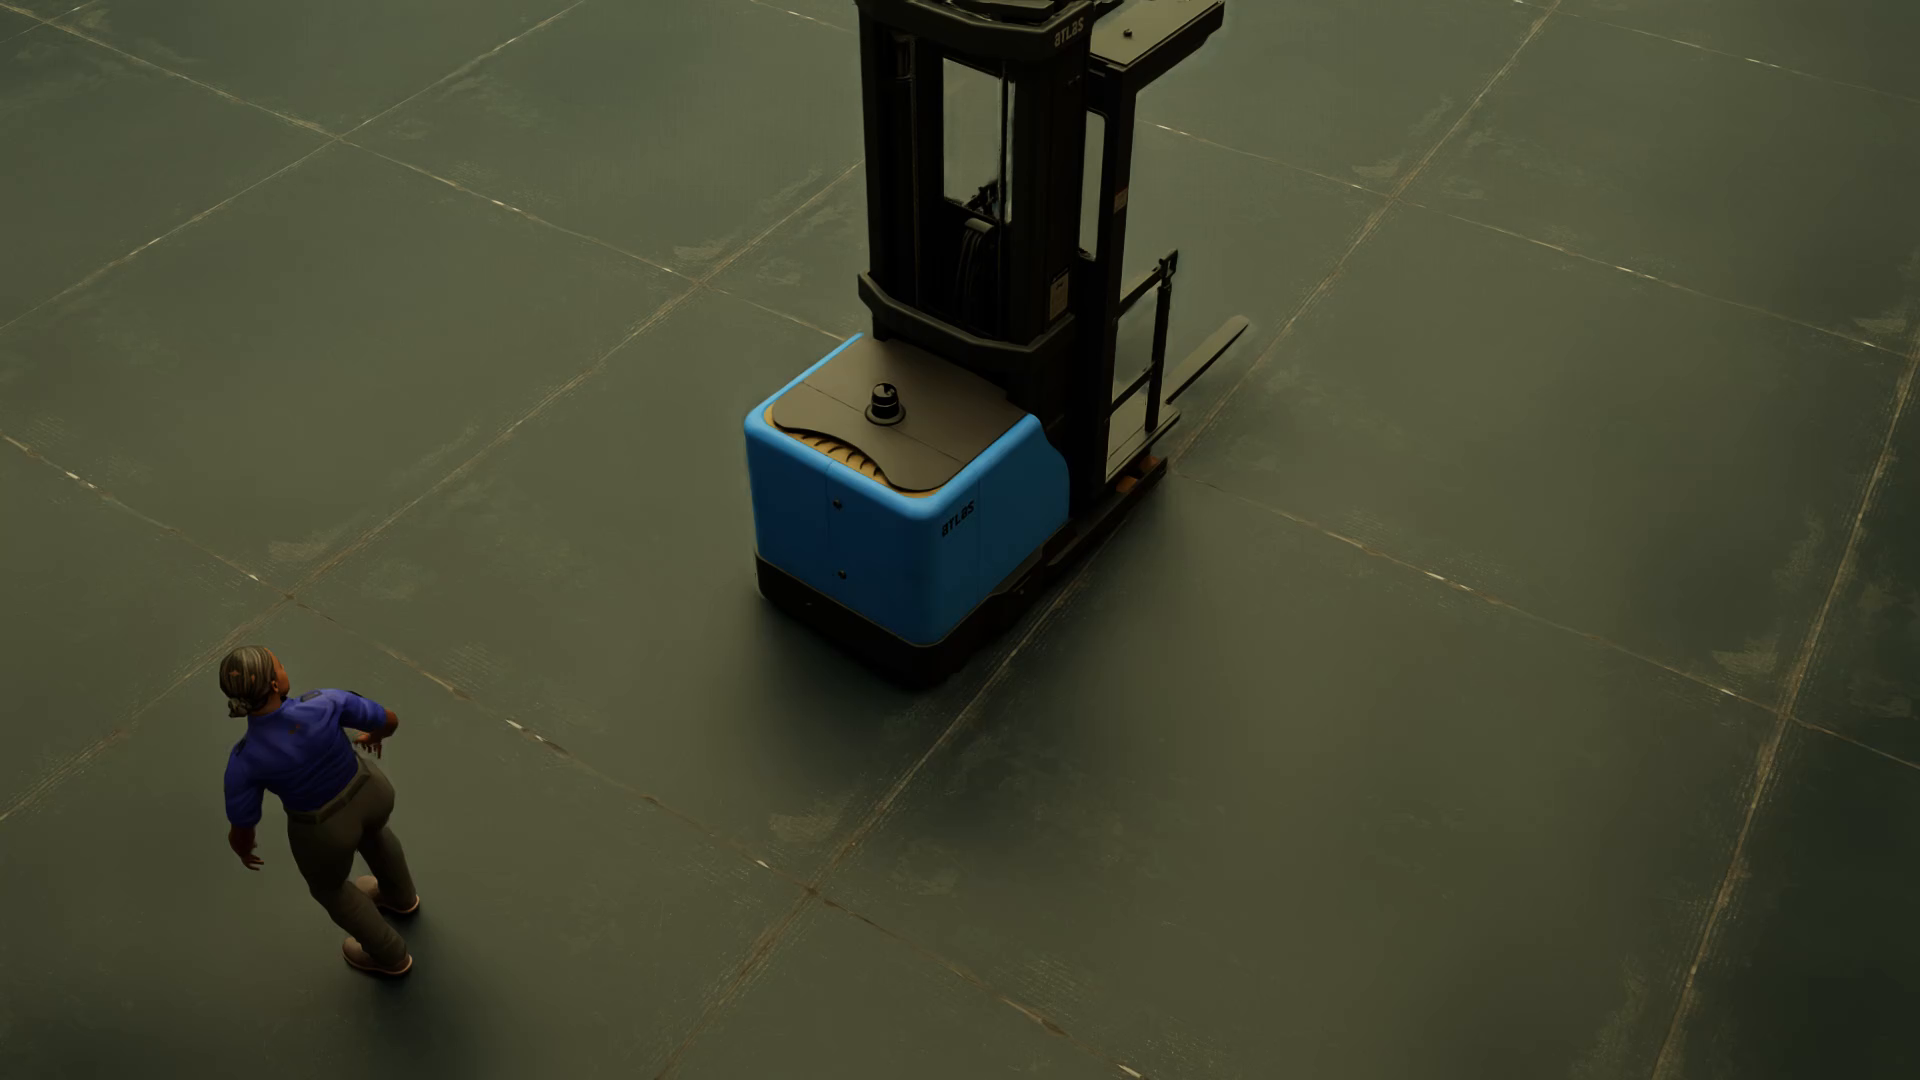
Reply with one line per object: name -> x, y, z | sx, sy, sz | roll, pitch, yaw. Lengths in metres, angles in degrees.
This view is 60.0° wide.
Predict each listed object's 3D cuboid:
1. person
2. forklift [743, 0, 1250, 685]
person -> -2.253, 0.940, 5.807 | 0.466, 1.634, 0.648 | 24, 49, 24
forklift -> 0.367, -1.400, 7.325 | 1.130, 2.935, 3.031 | 28, 50, 26
